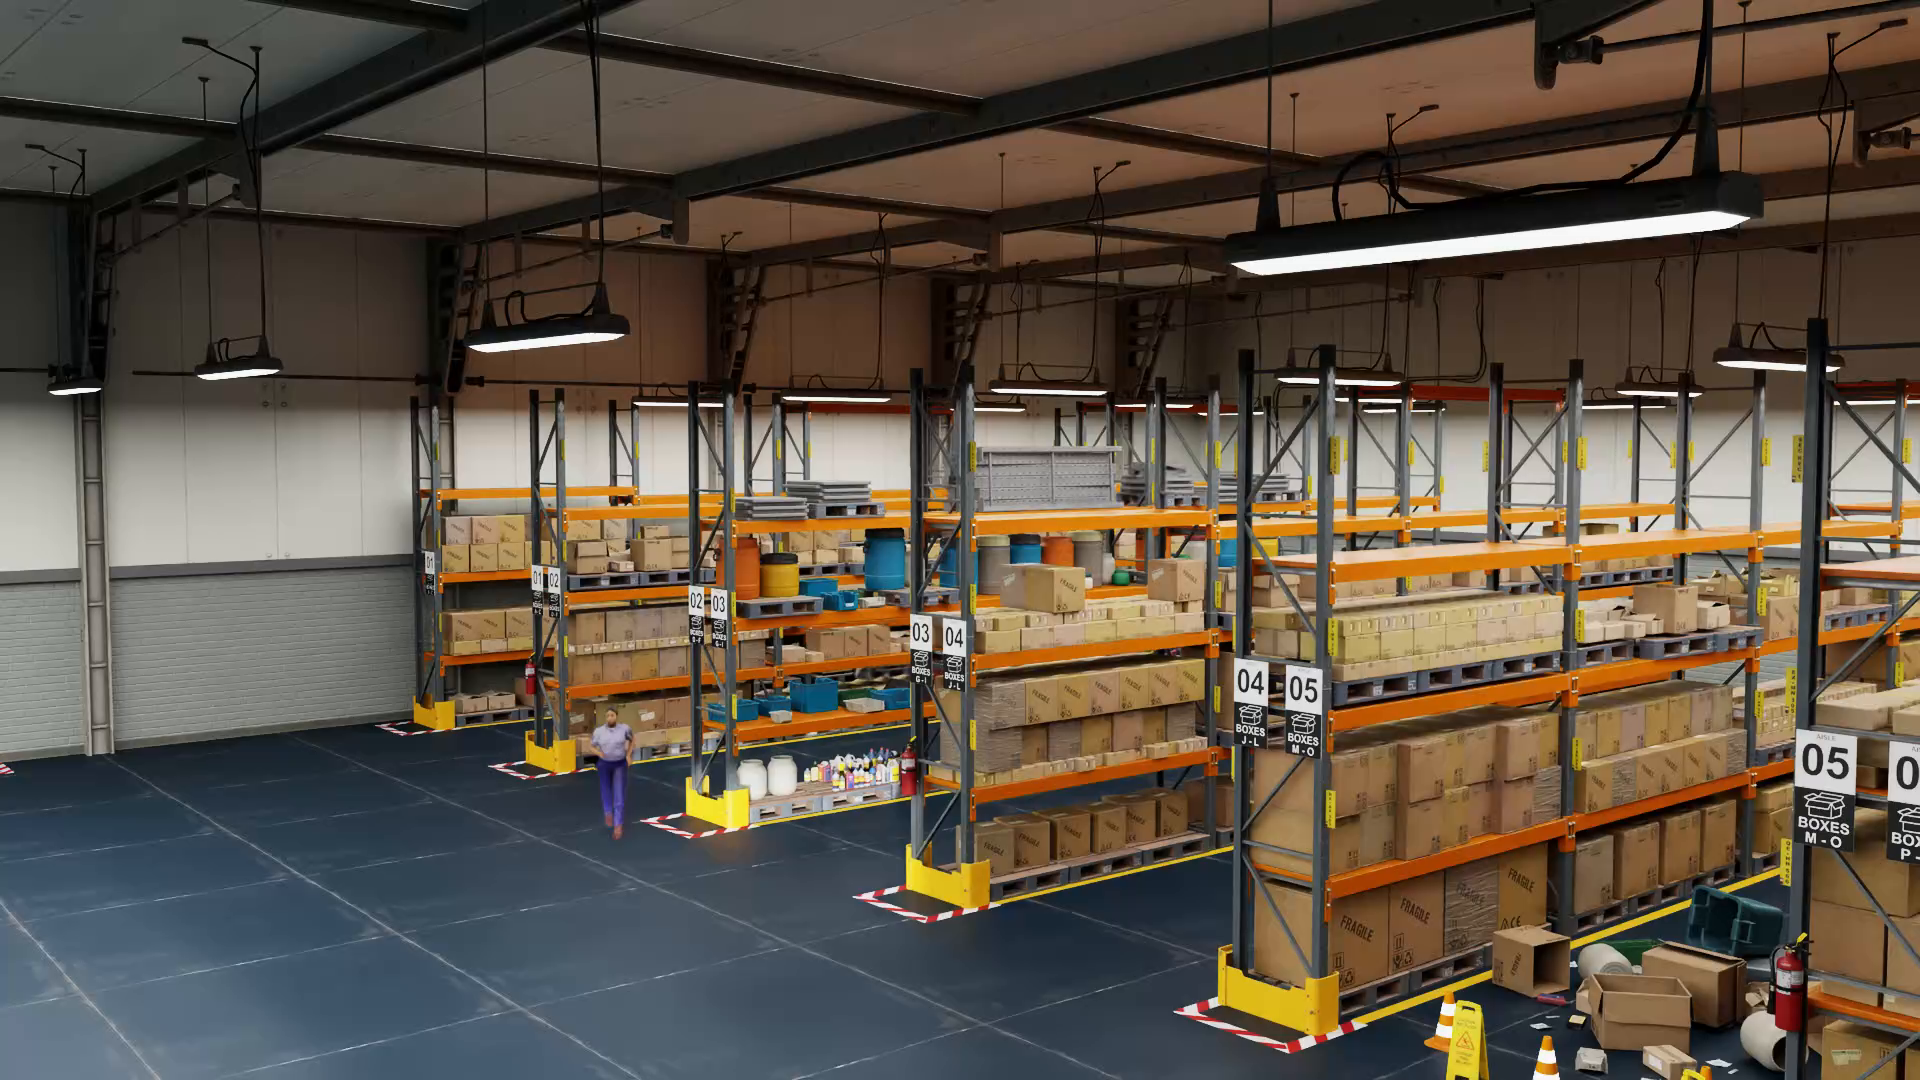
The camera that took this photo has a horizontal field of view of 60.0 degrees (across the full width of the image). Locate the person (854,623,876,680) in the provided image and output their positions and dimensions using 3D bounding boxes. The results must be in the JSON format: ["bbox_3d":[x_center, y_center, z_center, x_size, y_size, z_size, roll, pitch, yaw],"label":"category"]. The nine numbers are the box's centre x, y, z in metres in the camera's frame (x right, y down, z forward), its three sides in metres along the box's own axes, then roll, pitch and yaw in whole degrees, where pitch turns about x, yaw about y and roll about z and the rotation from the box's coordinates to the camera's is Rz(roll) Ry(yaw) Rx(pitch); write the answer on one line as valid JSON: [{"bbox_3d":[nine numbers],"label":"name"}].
[{"bbox_3d":[-1.848,2.429,32.798,0.506,1.592,0.650,3,4,38],"label":"person"}]

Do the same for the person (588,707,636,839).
[{"bbox_3d":[-4.586,3.022,21.919,0.599,1.667,0.898,0,3,-8],"label":"person"}]
